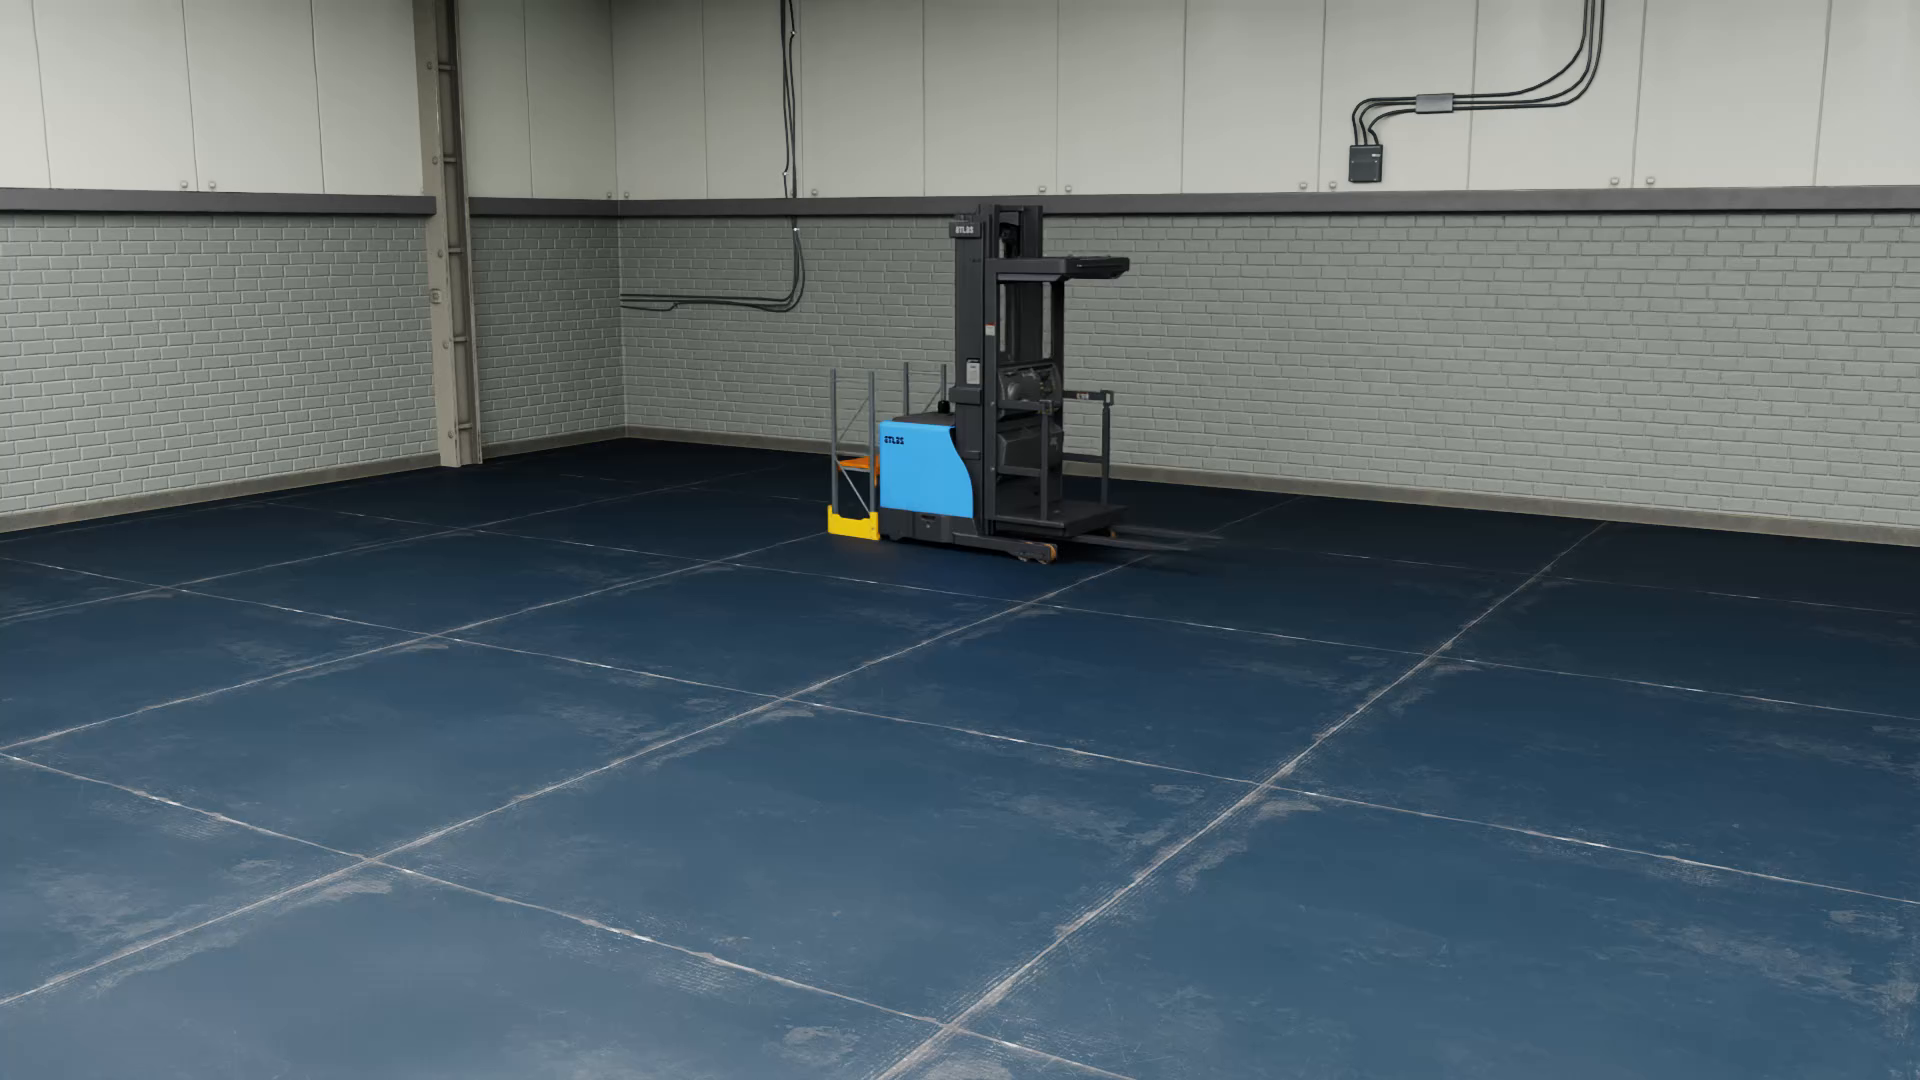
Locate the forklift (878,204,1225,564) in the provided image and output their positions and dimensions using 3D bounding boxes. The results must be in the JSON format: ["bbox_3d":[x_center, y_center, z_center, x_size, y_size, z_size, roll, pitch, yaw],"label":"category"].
[{"bbox_3d":[0.770,-1.353,14.128,3.031,2.935,1.130,7,13,34],"label":"forklift"}]

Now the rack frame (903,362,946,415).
[{"bbox_3d":[-0.331,-0.923,15.721,0.500,1.500,0.032,8,13,37],"label":"rack frame"}]

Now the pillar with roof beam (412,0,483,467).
[{"bbox_3d":[-2.216,-4.906,16.622,9.100,9.000,0.400,6,12,31],"label":"pillar with roof beam"}]

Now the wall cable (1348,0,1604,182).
[{"bbox_3d":[4.870,-6.417,15.448,2.305,6.003,0.169,6,12,31],"label":"wall cable"}]

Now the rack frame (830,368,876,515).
[{"bbox_3d":[-0.960,-0.776,14.936,0.500,1.500,0.032,8,13,37],"label":"rack frame"}]

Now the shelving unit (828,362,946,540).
[{"bbox_3d":[-0.651,-0.848,15.322,0.587,1.500,1.083,8,13,37],"label":"shelving unit"}]

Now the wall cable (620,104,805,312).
[{"bbox_3d":[-3.235,-4.128,20.905,3.097,2.526,0.112,6,12,31],"label":"wall cable"}]

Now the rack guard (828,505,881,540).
[{"bbox_3d":[-0.959,-0.161,15.052,0.587,0.250,0.087,8,13,37],"label":"rack guard"}]

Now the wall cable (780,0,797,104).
[{"bbox_3d":[-0.923,-6.352,19.059,3.097,2.526,0.112,6,12,31],"label":"wall cable"}]

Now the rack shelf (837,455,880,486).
[{"bbox_3d":[-0.646,-0.672,15.362,0.538,0.185,1.000,8,13,37],"label":"rack shelf"}]
